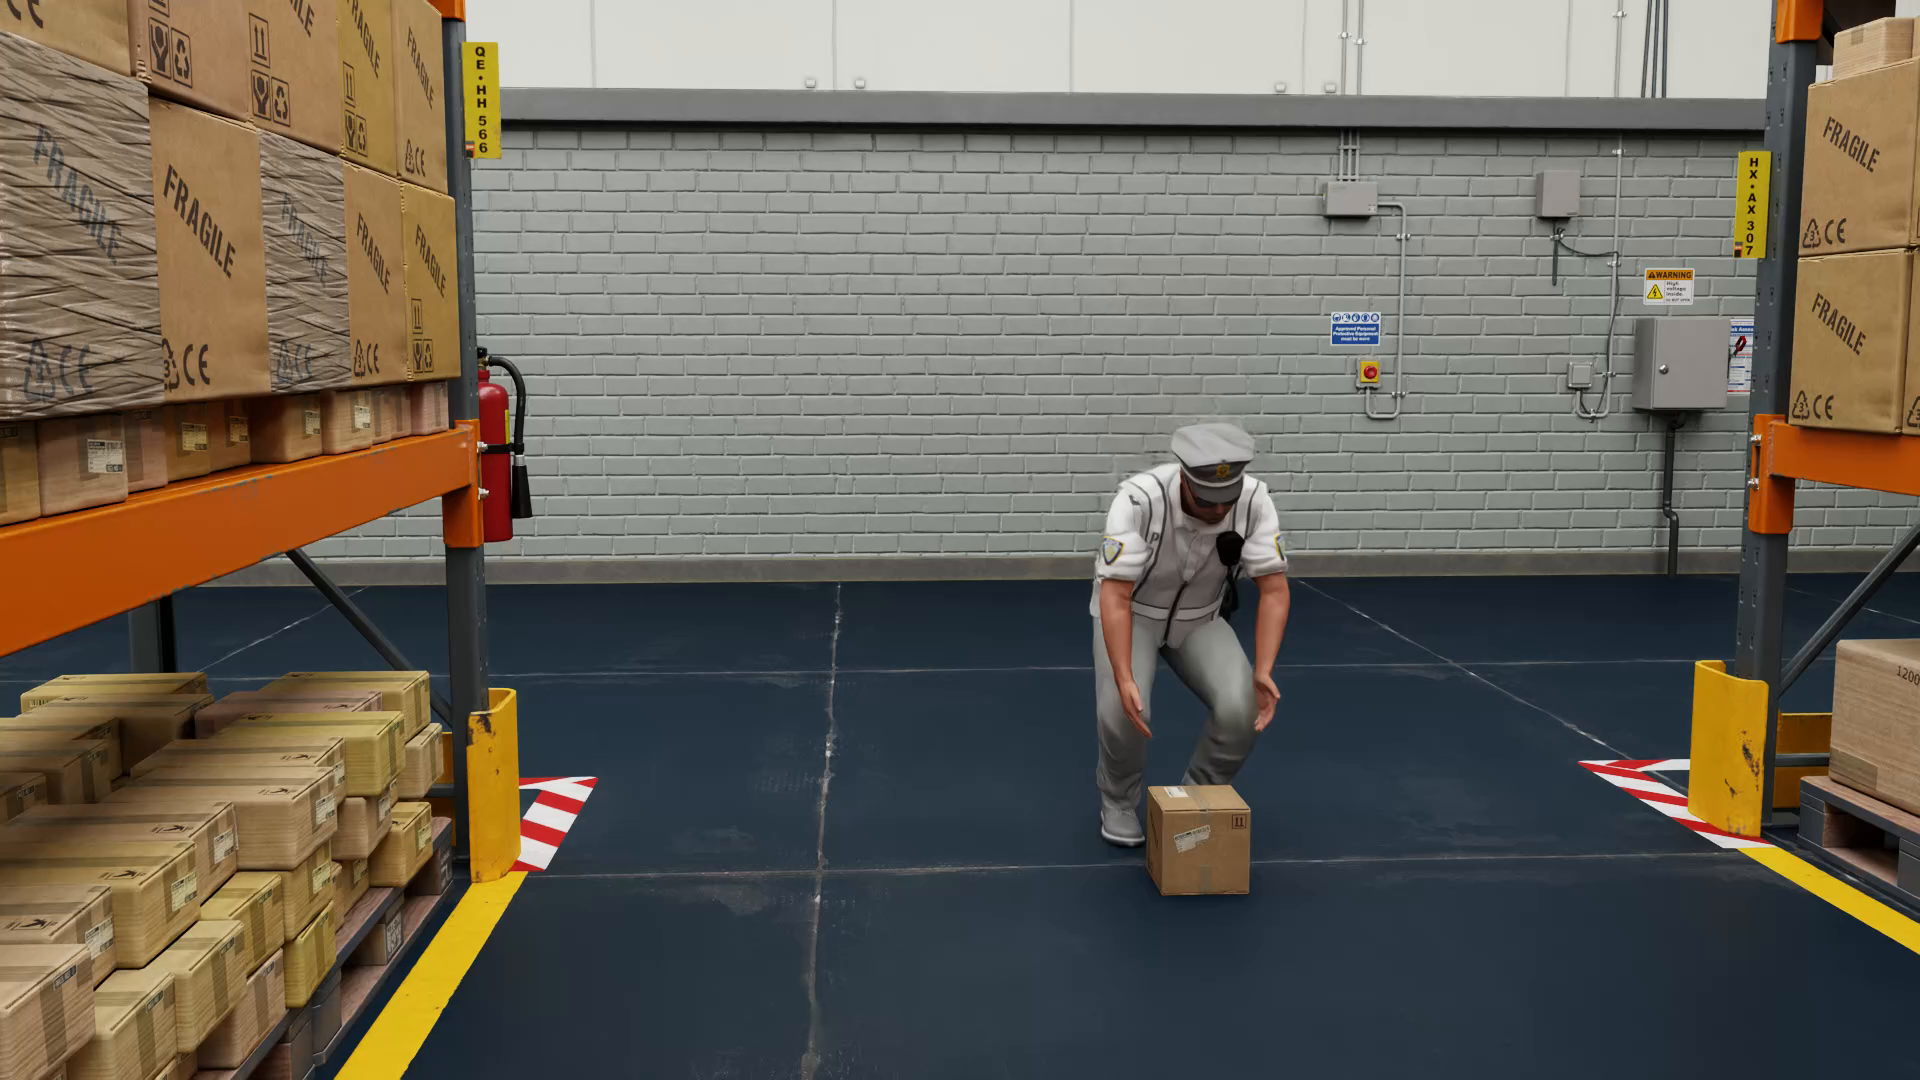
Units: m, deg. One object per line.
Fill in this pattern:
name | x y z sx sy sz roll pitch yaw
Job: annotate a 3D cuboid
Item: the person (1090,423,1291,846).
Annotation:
person | 0.698 0.290 5.141 0.588 1.317 0.855 0 7 -4
